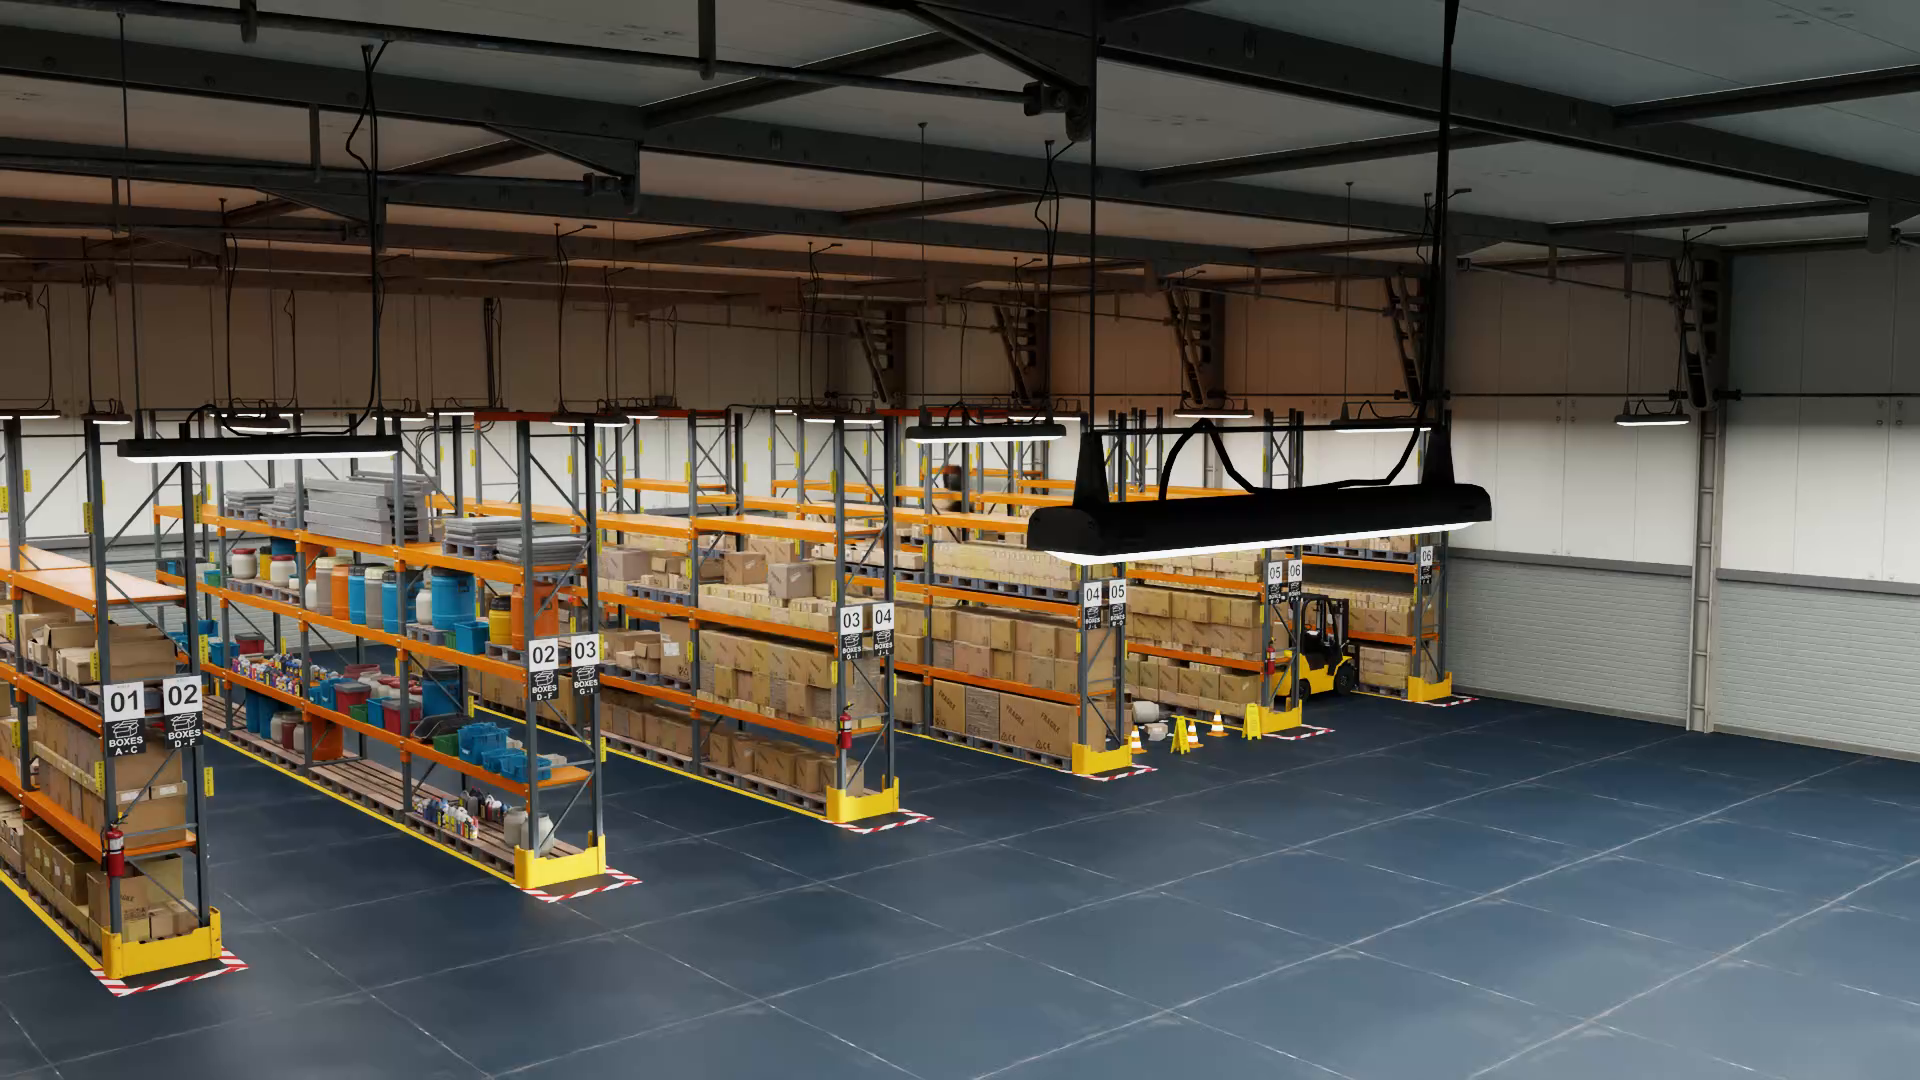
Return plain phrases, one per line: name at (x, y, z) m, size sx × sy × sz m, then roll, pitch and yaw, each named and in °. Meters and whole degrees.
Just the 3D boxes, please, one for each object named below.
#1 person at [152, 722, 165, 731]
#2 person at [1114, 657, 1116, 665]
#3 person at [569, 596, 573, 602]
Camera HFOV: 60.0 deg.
person at (-12.696, 3.207, 26.308) m, size 0.765 × 1.656 × 0.672 m, roll 2°, pitch 5°, yaw 21°
person at (3.179, 2.160, 37.694) m, size 0.711 × 1.754 × 0.727 m, roll -4°, pitch 6°, yaw -39°
person at (-9.021, 2.120, 38.464) m, size 0.665 × 1.728 × 0.957 m, roll -3°, pitch 6°, yaw -30°
